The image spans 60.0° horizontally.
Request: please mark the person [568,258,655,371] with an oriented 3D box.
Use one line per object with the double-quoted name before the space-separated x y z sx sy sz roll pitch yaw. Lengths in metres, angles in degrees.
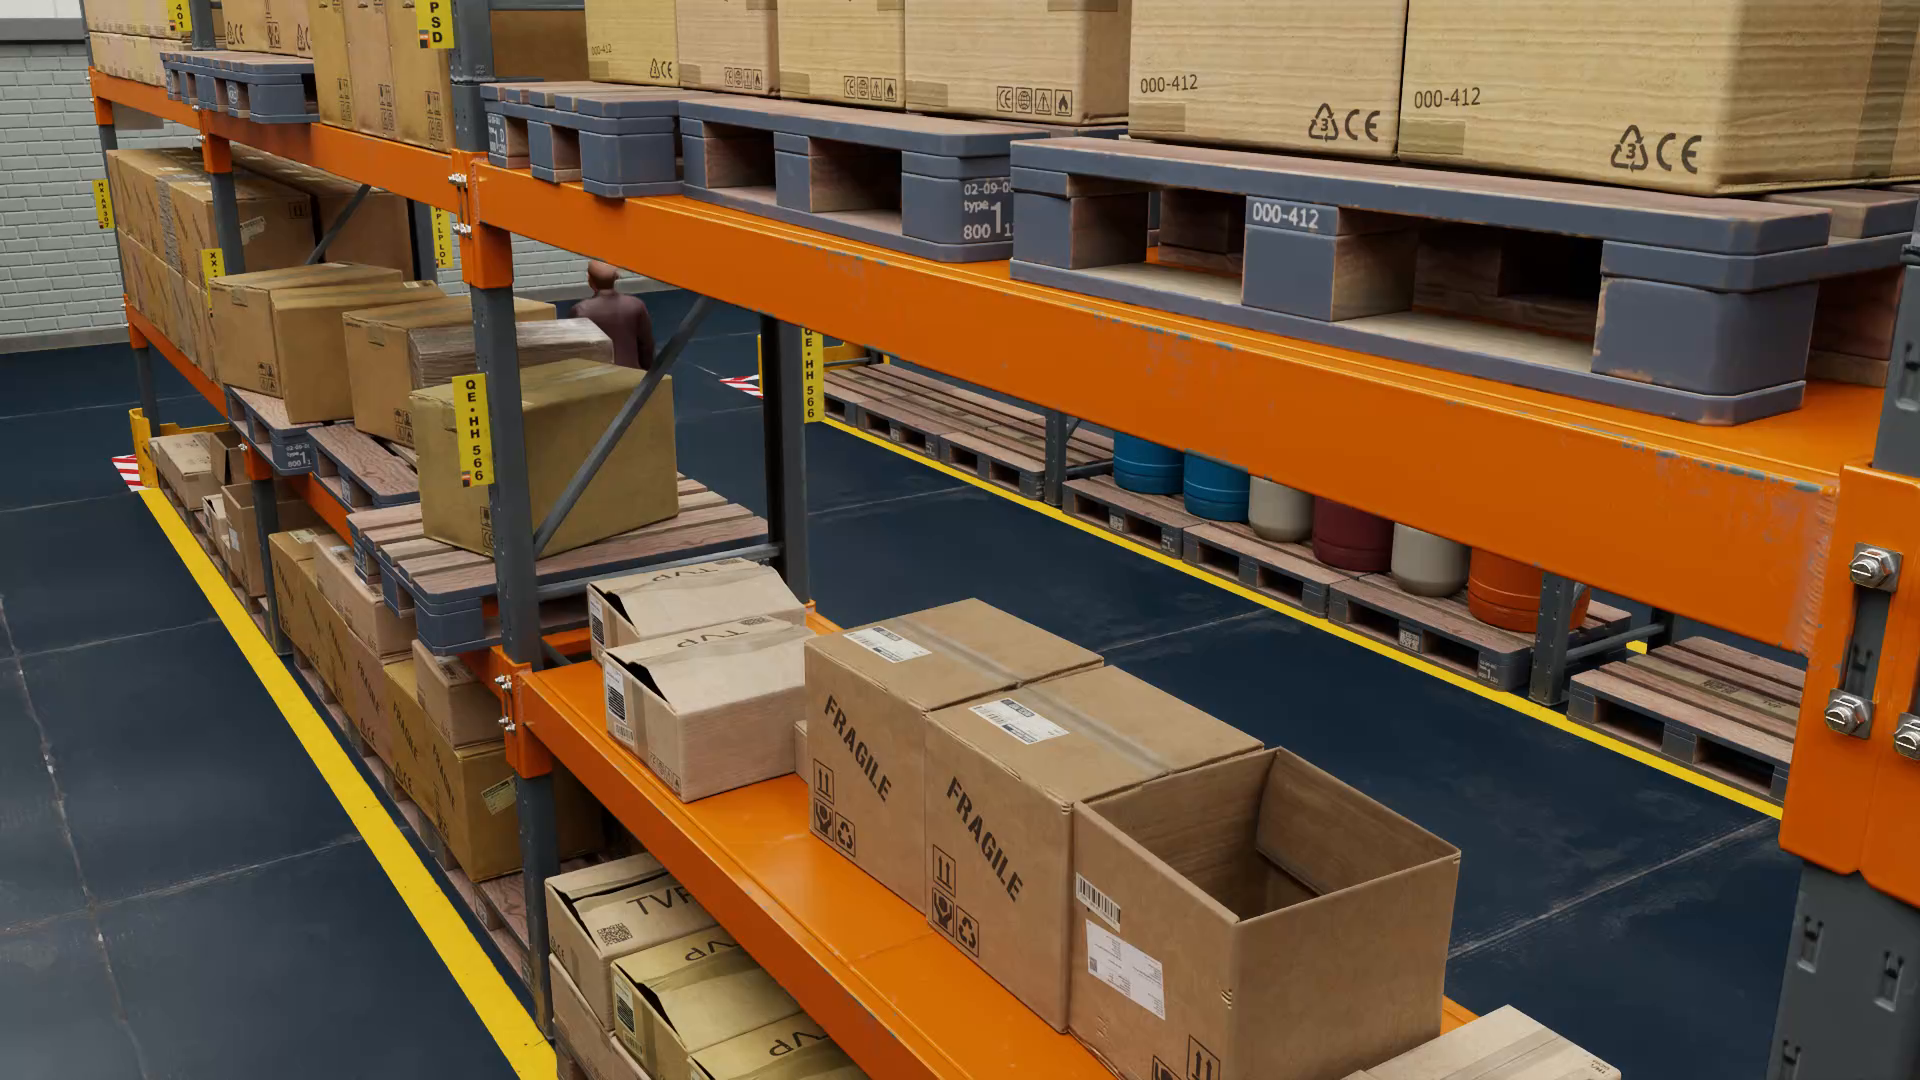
"person" -2.228 -0.958 10.518 0.637 1.724 1.078 -10 20 -29
